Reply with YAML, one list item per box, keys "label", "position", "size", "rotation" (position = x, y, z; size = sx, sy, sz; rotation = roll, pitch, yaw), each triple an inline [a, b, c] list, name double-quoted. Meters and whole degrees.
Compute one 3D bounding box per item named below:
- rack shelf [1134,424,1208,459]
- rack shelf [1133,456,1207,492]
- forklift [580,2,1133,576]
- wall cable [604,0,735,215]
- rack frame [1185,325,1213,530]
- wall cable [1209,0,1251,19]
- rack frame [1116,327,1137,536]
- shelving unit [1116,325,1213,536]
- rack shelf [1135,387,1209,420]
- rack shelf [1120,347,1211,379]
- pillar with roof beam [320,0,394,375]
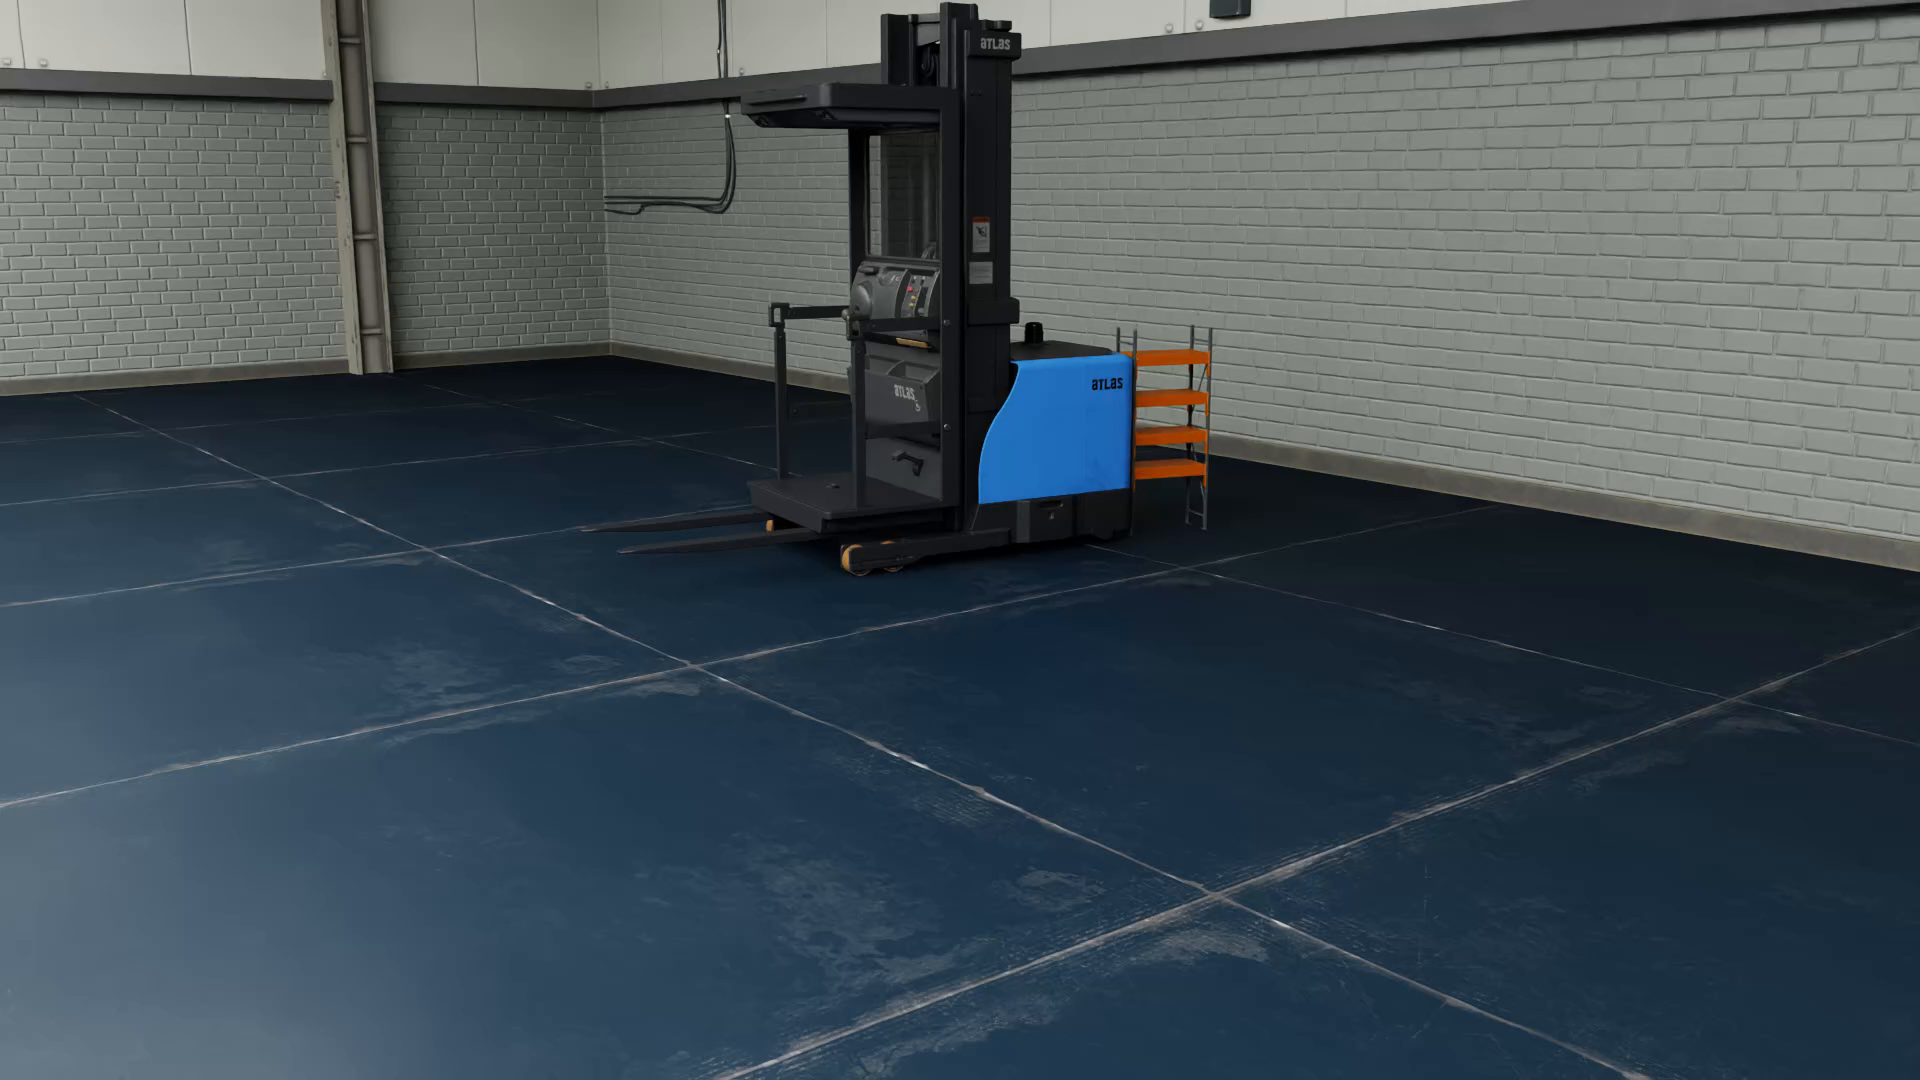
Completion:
- label: "rack shelf"
  position: [1.191, -0.585, 9.820]
  size: [0.480, 0.148, 0.258]
  rotation: [-5, 13, -20]
- label: "rack shelf"
  position: [1.191, -0.391, 9.861]
  size: [0.480, 0.148, 0.258]
  rotation: [-5, 13, -20]
- label: "forklift"
  position: [-0.540, -1.369, 9.021]
  size: [3.031, 2.935, 1.130]
  rotation: [-7, 14, -29]
- label: "wall cable"
  position: [-3.364, -4.899, 18.513]
  size: [0.112, 2.526, 3.097]
  rotation: [-9, 15, -38]
- label: "rack frame"
  position: [1.419, -0.669, 9.891]
  size: [0.015, 1.200, 0.240]
  rotation: [-5, 13, -20]
- label: "wall cable"
  position: [2.554, -6.540, 10.576]
  size: [0.169, 6.003, 2.305]
  rotation: [-9, 15, -38]
- label: "rack frame"
  position: [0.963, -0.633, 9.721]
  size: [0.015, 1.200, 0.240]
  rotation: [-5, 13, -20]
- label: "shelving unit"
  position: [1.191, -0.651, 9.806]
  size: [0.503, 1.200, 0.258]
  rotation: [-5, 13, -20]
- label: "rack shelf"
  position: [1.191, -0.804, 9.773]
  size: [0.480, 0.148, 0.258]
  rotation: [-5, 13, -20]
- label: "rack shelf"
  position: [1.191, -1.035, 9.724]
  size: [0.480, 0.148, 0.258]
  rotation: [-5, 13, -20]
- label: "pillar with roof beam"
  position: [-3.801, -5.552, 14.112]
  size: [0.400, 9.000, 9.100]
  rotation: [-9, 15, -38]
